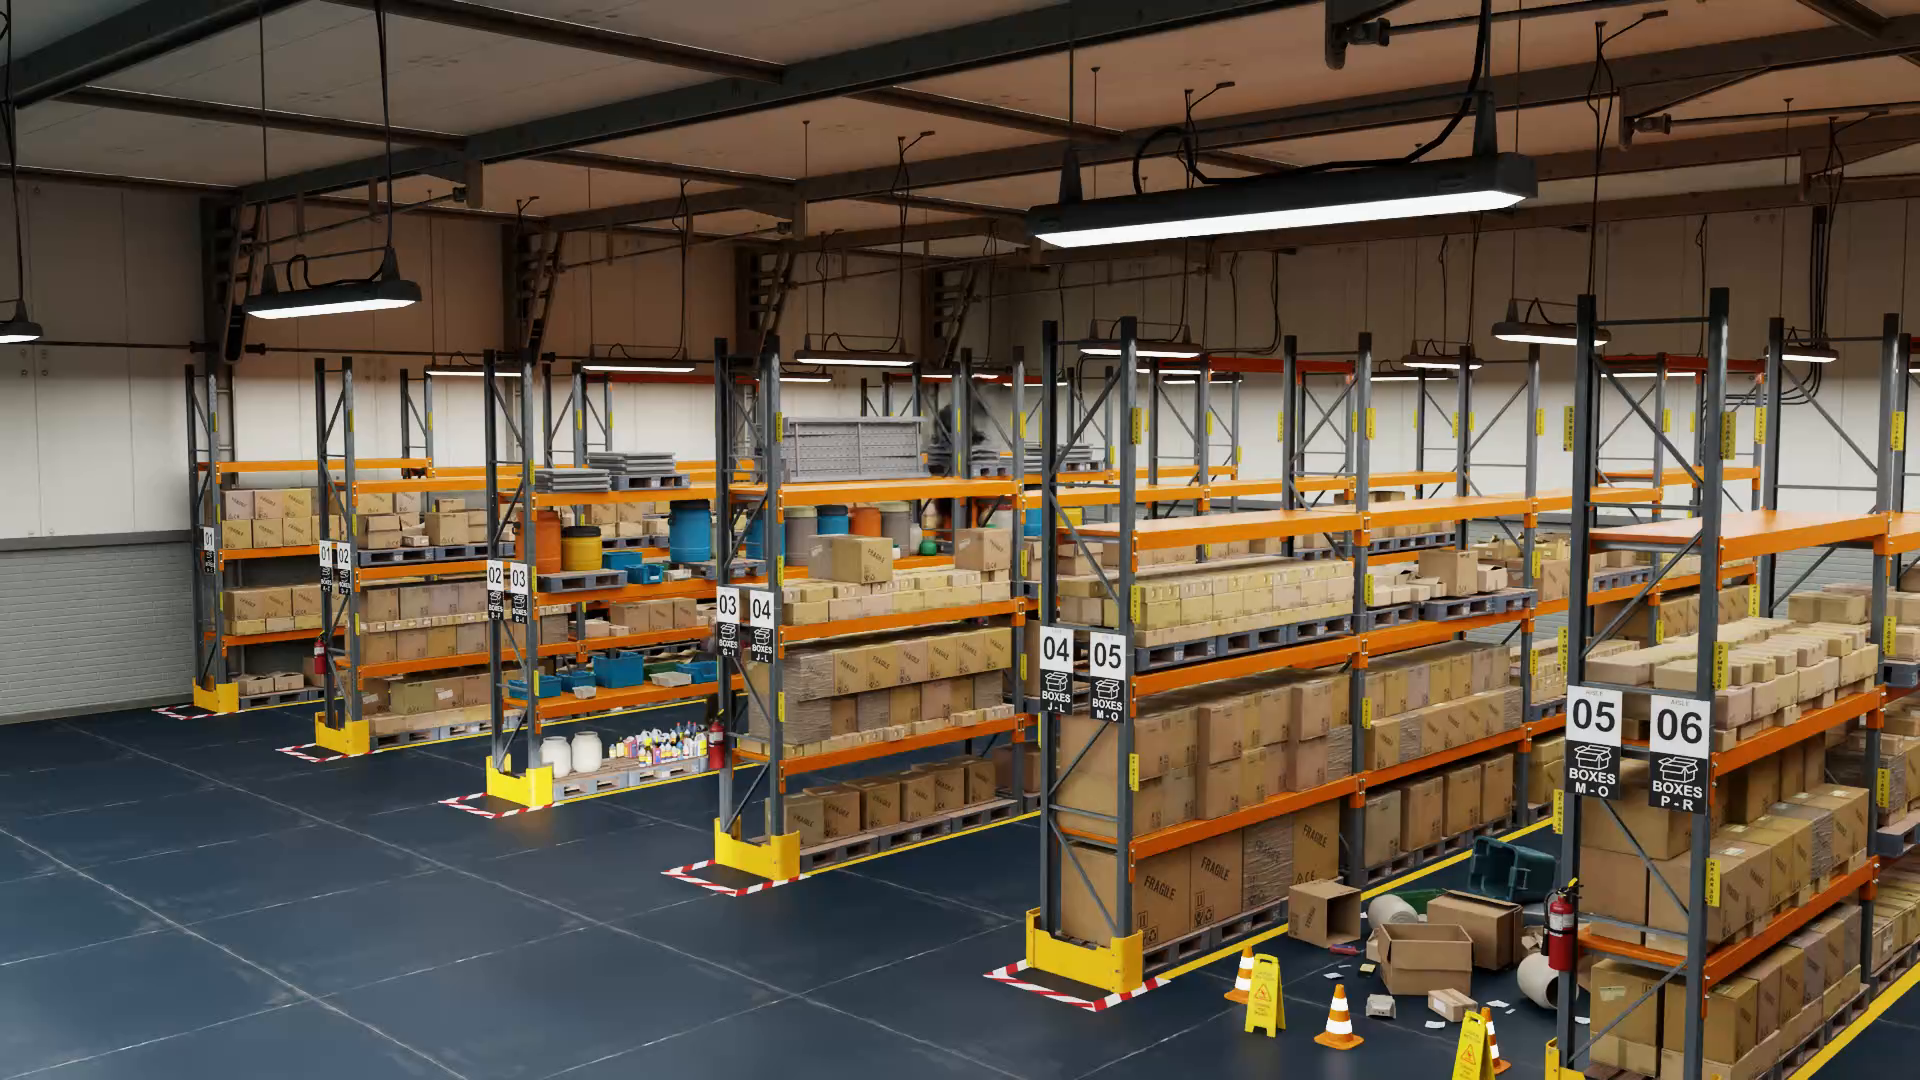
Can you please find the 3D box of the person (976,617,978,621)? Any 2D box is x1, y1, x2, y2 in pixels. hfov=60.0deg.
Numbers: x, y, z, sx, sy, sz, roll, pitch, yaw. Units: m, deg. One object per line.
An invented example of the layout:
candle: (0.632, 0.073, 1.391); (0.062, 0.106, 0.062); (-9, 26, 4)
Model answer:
person: (0.096, 1.798, 32.292); (0.525, 1.466, 0.827); (2, 5, 29)

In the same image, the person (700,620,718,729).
person: (-3.950, 2.173, 26.923); (0.718, 1.762, 1.024); (3, 5, 33)
